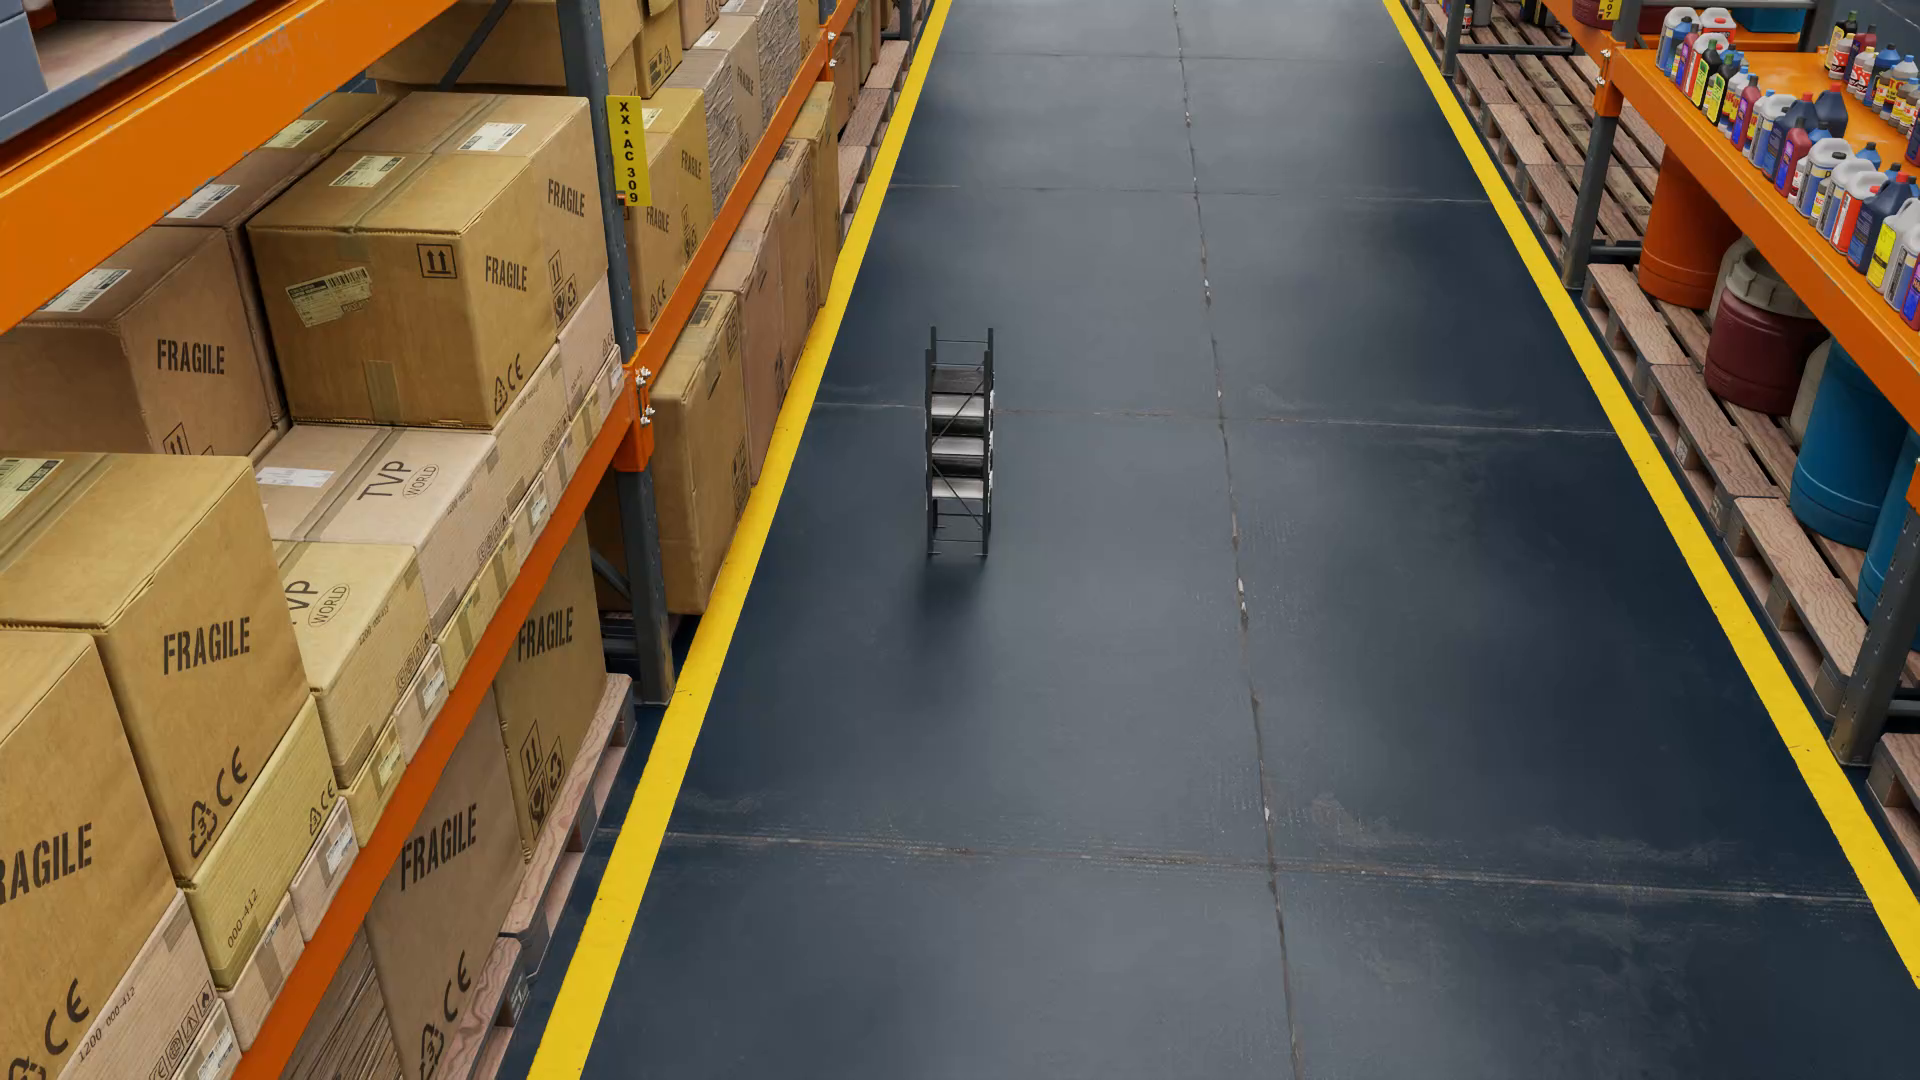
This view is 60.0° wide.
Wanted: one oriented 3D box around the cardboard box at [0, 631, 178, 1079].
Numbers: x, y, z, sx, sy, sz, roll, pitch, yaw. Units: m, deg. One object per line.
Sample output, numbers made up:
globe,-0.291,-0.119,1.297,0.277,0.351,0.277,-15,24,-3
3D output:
cardboard box,-1.488,0.465,2.282,0.500,0.500,0.500,2,32,3

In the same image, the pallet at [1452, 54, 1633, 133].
pallet,4.052,-3.116,11.605,1.003,0.211,1.213,2,32,4

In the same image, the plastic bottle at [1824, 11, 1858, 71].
plastic bottle,4.144,-2.345,7.807,0.061,0.283,0.133,2,32,4

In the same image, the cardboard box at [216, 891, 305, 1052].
cardboard box,-1.397,0.746,2.920,0.380,0.149,0.250,2,32,3

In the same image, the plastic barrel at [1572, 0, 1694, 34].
plastic barrel,3.487,-2.938,8.528,0.600,0.536,0.708,2,32,4

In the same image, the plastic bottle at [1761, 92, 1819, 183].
plastic bottle,3.264,-1.582,6.505,0.144,0.351,0.185,2,32,4

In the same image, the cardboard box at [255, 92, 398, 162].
cardboard box,-1.805,-0.887,4.474,0.500,0.500,0.500,2,32,4

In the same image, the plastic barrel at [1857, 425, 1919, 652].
plastic barrel,3.487,-0.102,5.656,0.600,0.901,0.708,2,32,4

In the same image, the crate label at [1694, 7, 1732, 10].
crate label,4.102,-3.147,8.964,0.502,0.435,0.616,2,32,4

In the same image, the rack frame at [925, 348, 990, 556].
rack frame,-0.009,-0.326,6.421,0.240,0.900,0.006,2,32,4

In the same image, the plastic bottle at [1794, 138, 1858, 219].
plastic bottle,3.236,-1.346,6.193,0.152,0.276,0.135,2,32,4

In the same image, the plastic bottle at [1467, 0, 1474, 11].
plastic bottle,3.842,-4.124,12.689,0.144,0.351,0.185,2,32,3

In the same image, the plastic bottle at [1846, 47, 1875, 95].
plastic bottle,4.097,-2.130,7.536,0.097,0.201,0.097,0,32,0

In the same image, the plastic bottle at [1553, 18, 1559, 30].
plastic bottle,4.556,-3.966,12.574,0.097,0.201,0.097,0,32,0

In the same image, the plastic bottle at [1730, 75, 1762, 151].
plastic bottle,3.254,-1.760,6.857,0.061,0.283,0.133,2,32,4

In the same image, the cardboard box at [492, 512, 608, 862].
cardboard box,-1.644,0.323,4.991,0.875,0.875,0.875,2,32,4

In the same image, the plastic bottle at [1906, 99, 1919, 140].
plastic bottle,4.042,-1.773,6.958,0.097,0.201,0.097,0,32,0

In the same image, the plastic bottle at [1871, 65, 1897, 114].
plastic bottle,4.073,-1.977,7.288,0.097,0.201,0.097,0,32,0

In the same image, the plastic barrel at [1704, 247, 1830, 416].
plastic barrel,3.636,-0.929,7.297,0.600,0.588,0.708,2,32,4

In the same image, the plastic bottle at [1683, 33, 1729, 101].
plastic bottle,3.356,-2.117,7.444,0.152,0.276,0.135,2,32,4

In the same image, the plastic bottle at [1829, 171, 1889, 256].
plastic bottle,3.206,-1.154,5.882,0.152,0.276,0.135,2,32,4

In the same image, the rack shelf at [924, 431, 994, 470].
rack shelf,-0.001,-0.350,6.525,0.258,0.077,0.200,2,32,4

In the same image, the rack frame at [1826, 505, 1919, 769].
rack frame,3.426,-0.532,4.755,1.000,3.000,0.127,2,32,4

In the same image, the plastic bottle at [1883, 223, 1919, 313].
plastic bottle,3.165,-0.891,5.454,0.152,0.276,0.135,2,32,4

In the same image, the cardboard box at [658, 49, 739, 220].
cardboard box,-1.143,-1.541,6.296,0.500,0.500,0.500,2,32,3

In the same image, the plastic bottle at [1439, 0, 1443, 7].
plastic bottle,3.884,-4.394,13.126,0.144,0.351,0.185,2,32,4

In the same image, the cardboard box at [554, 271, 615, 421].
cardboard box,-1.285,-0.565,4.667,0.500,0.250,0.500,2,32,3

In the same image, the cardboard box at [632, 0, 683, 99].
cardboard box,-1.400,-1.906,5.933,0.797,0.503,0.637,3,32,5

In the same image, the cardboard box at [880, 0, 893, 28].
cardboard box,-0.787,-4.249,12.768,0.500,0.500,0.500,2,32,2

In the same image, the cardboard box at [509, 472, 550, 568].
cardboard box,-1.272,-0.060,4.228,0.380,0.149,0.250,3,32,5

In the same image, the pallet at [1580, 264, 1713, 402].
pallet,3.729,-1.023,8.209,1.003,0.211,1.213,2,32,4

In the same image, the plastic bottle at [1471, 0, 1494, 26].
plastic bottle,3.986,-4.118,12.679,0.144,0.351,0.185,2,32,4

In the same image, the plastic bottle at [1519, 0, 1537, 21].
plastic bottle,4.413,-4.186,12.789,0.144,0.351,0.185,2,32,4

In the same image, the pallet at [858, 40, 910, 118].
pallet,-0.922,-3.333,11.957,1.003,0.211,1.213,2,32,4

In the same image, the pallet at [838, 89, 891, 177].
pallet,-1.018,-2.693,10.919,1.003,0.211,1.213,2,32,4

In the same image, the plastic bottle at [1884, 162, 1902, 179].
plastic bottle,3.343,-1.227,6.005,0.097,0.271,0.097,0,32,0

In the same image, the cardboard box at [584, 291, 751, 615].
cardboard box,-1.479,-0.354,6.090,1.225,0.875,0.875,3,32,4

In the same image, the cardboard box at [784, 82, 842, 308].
cardboard box,-1.262,-1.750,8.355,1.225,0.875,0.875,1,32,2

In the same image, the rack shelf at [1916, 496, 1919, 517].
rack shelf,3.263,0.820,3.247,1.077,0.370,4.000,2,32,4

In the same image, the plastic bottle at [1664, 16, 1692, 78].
plastic bottle,3.357,-2.297,7.741,0.097,0.271,0.097,0,32,0

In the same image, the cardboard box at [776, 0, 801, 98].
cardboard box,-1.025,-2.349,7.607,0.500,0.500,0.500,2,32,4

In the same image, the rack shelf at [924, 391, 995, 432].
rack shelf,-0.001,-0.504,6.430,0.258,0.077,0.200,2,32,4

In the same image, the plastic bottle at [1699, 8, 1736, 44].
plastic bottle,3.545,-2.352,7.826,0.152,0.276,0.135,2,32,4

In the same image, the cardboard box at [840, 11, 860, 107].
cardboard box,-1.034,-3.189,11.029,0.700,0.500,0.500,0,32,0

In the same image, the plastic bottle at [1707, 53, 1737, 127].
plastic bottle,3.281,-1.931,7.136,0.061,0.283,0.133,2,32,4

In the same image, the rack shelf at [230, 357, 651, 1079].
rack shelf,-1.674,0.608,3.590,1.077,0.370,4.000,2,32,4

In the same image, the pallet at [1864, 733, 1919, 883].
pallet,3.404,1.041,4.860,1.003,0.211,1.213,2,32,4

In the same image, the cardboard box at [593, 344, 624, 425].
cardboard box,-1.209,-0.464,4.883,0.380,0.149,0.250,3,32,4

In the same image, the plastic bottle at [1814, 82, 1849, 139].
plastic bottle,3.427,-1.646,6.609,0.144,0.351,0.185,2,32,4

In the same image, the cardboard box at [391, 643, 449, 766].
cardboard box,-1.335,0.341,3.576,0.380,0.149,0.250,3,32,5

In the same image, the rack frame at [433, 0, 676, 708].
rack frame,-1.511,-0.744,5.098,1.000,3.000,0.127,2,32,4

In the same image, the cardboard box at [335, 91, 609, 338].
cardboard box,-1.282,-0.874,4.454,0.500,0.500,0.500,3,32,5

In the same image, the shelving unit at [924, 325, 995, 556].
shelving unit,-0.001,-0.379,6.507,0.258,0.900,0.210,2,32,4

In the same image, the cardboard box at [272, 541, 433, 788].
cardboard box,-1.411,0.238,3.365,0.500,0.250,0.500,2,32,3

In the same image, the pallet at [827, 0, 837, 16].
pallet,-1.233,-3.131,9.155,1.213,0.211,1.003,2,32,4
